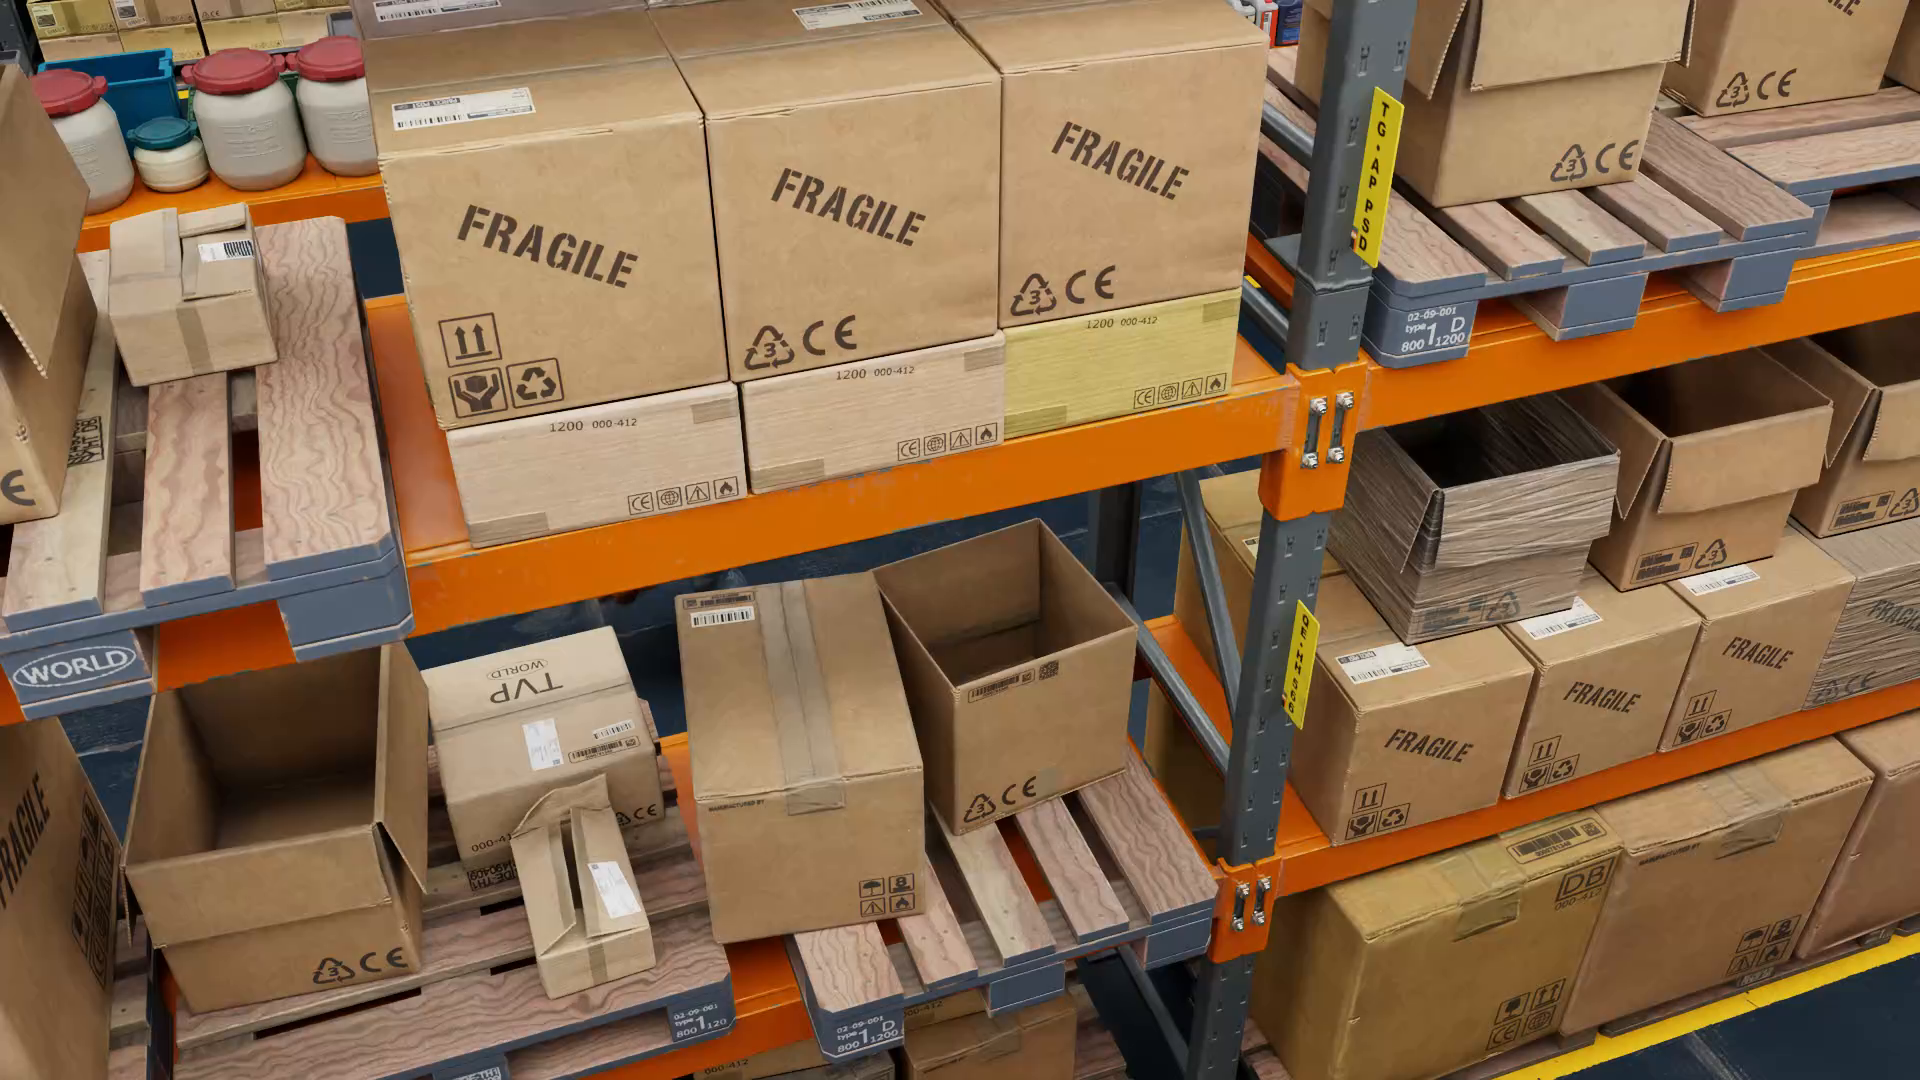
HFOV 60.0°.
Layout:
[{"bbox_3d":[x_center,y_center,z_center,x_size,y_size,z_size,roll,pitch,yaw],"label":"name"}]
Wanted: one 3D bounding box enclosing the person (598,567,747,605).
[{"bbox_3d":[-1.156,-0.058,6.579,0.923,1.311,0.493,-14,40,-17],"label":"person"}]
